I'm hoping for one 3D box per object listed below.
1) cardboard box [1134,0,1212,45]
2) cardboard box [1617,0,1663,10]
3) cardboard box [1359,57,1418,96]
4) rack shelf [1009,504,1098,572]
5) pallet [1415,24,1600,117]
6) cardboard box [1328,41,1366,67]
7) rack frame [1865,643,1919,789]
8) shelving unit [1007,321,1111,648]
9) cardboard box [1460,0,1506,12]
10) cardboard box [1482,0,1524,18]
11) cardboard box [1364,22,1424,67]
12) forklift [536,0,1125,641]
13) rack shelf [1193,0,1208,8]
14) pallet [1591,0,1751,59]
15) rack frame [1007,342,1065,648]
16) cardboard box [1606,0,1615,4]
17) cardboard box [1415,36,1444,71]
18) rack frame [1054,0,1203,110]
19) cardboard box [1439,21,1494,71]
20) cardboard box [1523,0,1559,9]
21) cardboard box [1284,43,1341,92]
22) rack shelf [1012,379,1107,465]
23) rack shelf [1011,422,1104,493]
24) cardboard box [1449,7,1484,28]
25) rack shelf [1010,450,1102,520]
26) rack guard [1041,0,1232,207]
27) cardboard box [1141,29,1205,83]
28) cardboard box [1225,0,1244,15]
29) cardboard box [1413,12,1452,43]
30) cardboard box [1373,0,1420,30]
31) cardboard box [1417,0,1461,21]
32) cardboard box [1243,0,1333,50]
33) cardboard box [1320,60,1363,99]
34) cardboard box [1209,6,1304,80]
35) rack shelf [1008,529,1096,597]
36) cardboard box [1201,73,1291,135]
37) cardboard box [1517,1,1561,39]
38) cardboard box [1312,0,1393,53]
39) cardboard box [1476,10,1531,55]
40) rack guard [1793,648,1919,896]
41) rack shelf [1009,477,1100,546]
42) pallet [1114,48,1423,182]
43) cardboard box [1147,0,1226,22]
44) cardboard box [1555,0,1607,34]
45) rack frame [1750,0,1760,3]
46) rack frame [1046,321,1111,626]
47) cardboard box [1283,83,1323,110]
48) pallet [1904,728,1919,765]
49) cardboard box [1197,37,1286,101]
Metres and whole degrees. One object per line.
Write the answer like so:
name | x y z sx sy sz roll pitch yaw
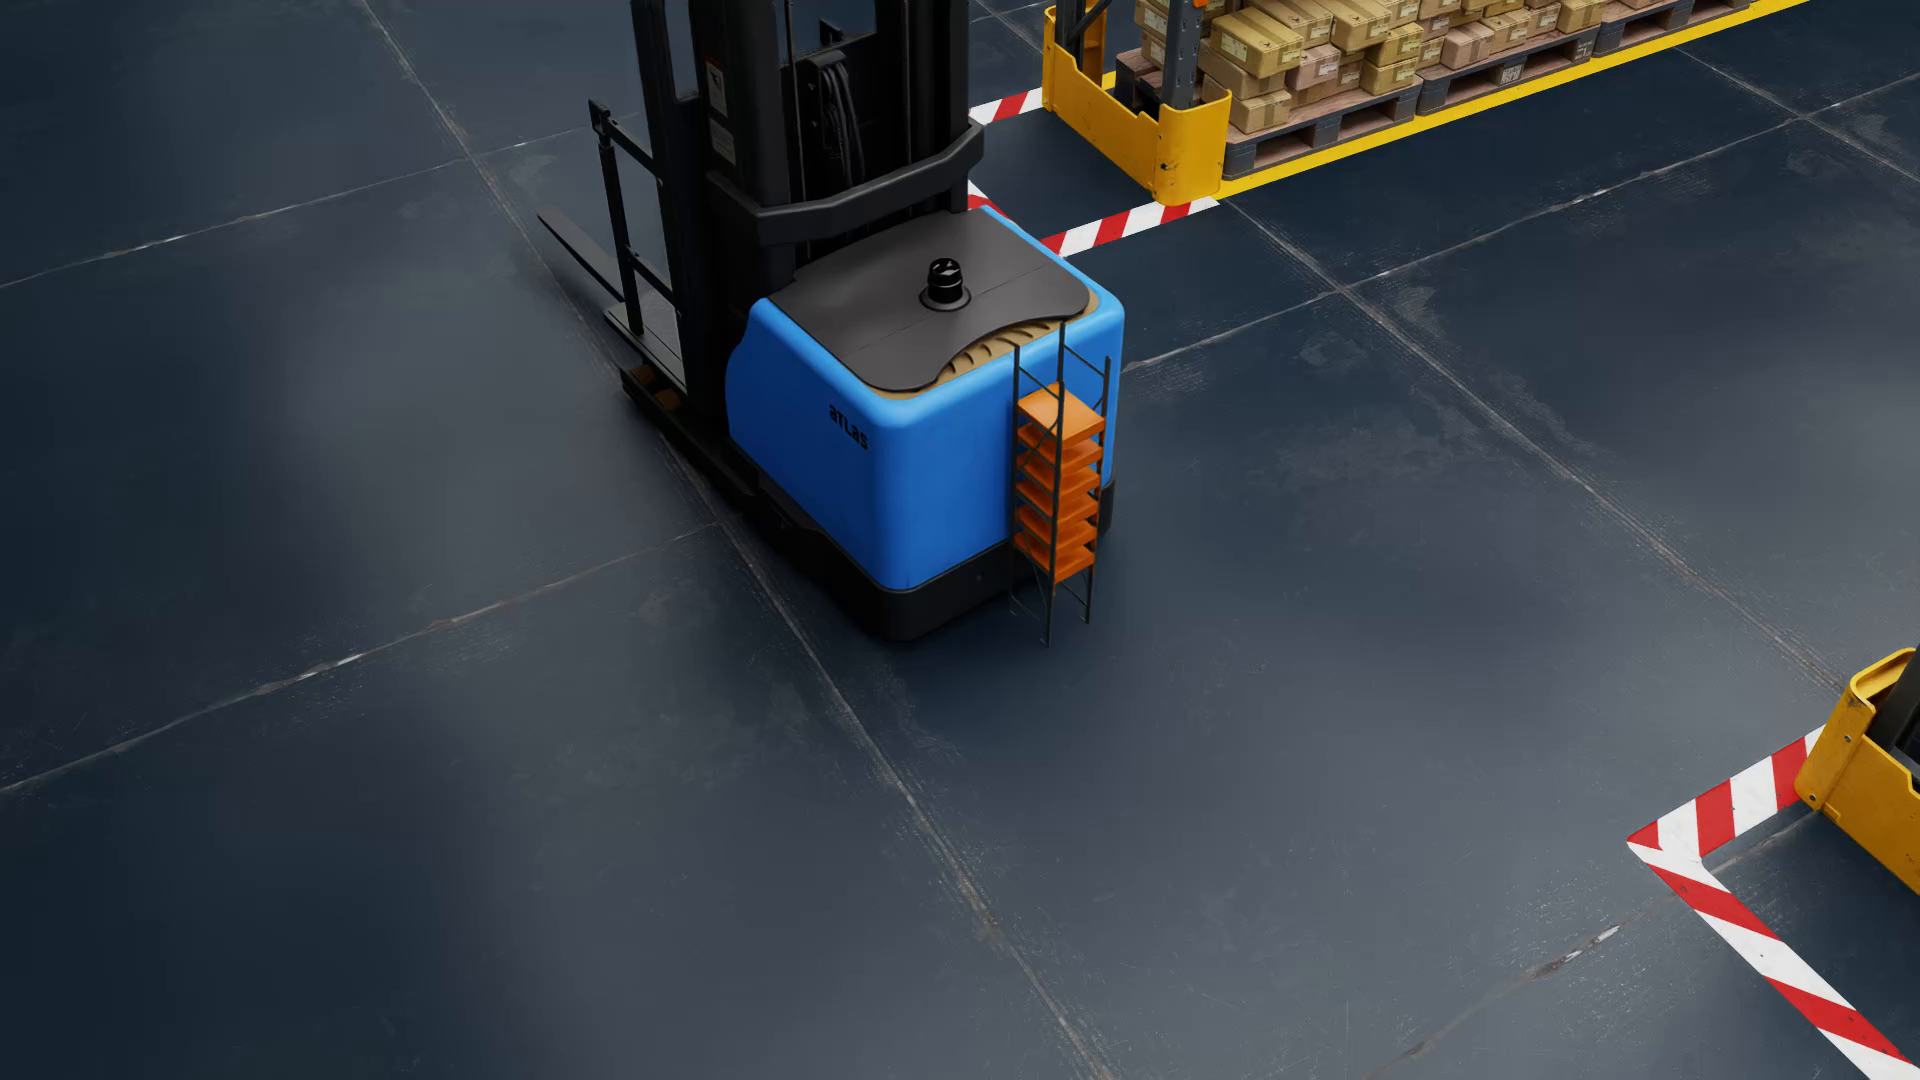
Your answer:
cardboard box | 1.085 -2.614 8.322 0.250 0.149 0.380 -23 49 -22
cardboard box | 3.603 -3.028 8.961 0.250 0.149 0.380 -23 49 -22
cardboard box | 2.058 -2.394 8.308 0.250 0.149 0.380 -21 48 -20
rack shelf | 0.316 -0.036 5.661 0.180 0.103 0.258 -28 51 -26
pallet | 2.614 -2.731 8.912 1.213 0.211 1.003 -22 48 -21
cardboard box | 1.785 -2.485 8.188 0.250 0.149 0.380 -21 48 -20
rack frame | 3.153 0.006 4.090 0.127 3.000 1.000 -22 48 -21
shelving unit | 0.316 -0.154 5.547 0.189 1.200 0.258 -28 51 -26
cardboard box | 2.524 -2.811 8.311 0.250 0.149 0.380 -21 48 -20
cardboard box | 2.698 -2.865 8.580 0.250 0.149 0.380 -20 47 -19
cardboard box | 2.062 -2.508 8.213 0.250 0.149 0.380 -20 48 -20
forklift | -0.723 -1.680 5.876 1.130 2.935 3.031 -28 51 -26
rack shelf | 2.504 -3.460 8.178 4.000 0.370 1.077 -22 48 -21
pallet | 3.673 -3.157 9.352 1.213 0.211 1.003 -22 48 -21
rack frame | 0.243 -0.115 5.507 0.006 1.200 0.240 -28 51 -26
cardboard box | 3.315 -3.010 8.943 0.250 0.149 0.380 -23 49 -22
cardboard box | 2.231 -2.540 8.458 0.250 0.149 0.380 -22 48 -21
rack frame | 0.769 -3.024 7.212 0.127 3.000 1.000 -22 48 -21
cardboard box | 2.491 -2.573 8.493 0.250 0.149 0.380 -24 49 -23
cardboard box | 2.951 -2.931 8.649 0.250 0.149 0.380 -24 49 -23
cardboard box | 1.617 -2.346 8.046 0.250 0.149 0.380 -22 48 -21
rack shelf | 0.316 -0.380 5.327 0.180 0.103 0.258 -28 51 -26
rack shelf | 0.316 -0.294 5.411 0.180 0.103 0.258 -28 51 -26
cardboard box | 2.459 -2.777 8.489 0.250 0.149 0.380 -19 47 -19
rack shelf | 0.316 -0.208 5.494 0.180 0.103 0.258 -28 51 -26
rack guard | 0.835 -2.154 8.110 0.348 0.500 1.175 -22 48 -21
cardboard box | 1.122 -2.461 8.377 0.250 0.149 0.380 -21 48 -20
cardboard box | 1.349 -2.755 8.253 0.250 0.149 0.380 -21 48 -20
cardboard box | 2.245 -2.658 8.367 0.250 0.149 0.380 -24 49 -23
cardboard box | 2.028 -2.656 8.152 0.250 0.149 0.380 -24 49 -23
cardboard box | 2.273 -2.747 8.245 0.250 0.149 0.380 -20 48 -19
cardboard box | 1.572 -2.510 8.001 0.250 0.149 0.380 -21 48 -20
cardboard box | 1.781 -2.371 8.285 0.250 0.149 0.380 -21 48 -21
cardboard box | 1.393 -2.342 7.828 0.250 0.149 0.380 -24 49 -23
rack shelf | 0.316 0.050 5.745 0.180 0.103 0.258 -28 51 -26
cardboard box | 1.383 -2.140 8.047 0.250 0.149 0.380 -21 48 -20
cardboard box | 2.910 -2.789 8.715 0.250 0.149 0.380 -21 48 -20
cardboard box | 1.854 -2.520 8.012 0.250 0.149 0.380 -22 48 -21
cardboard box | 2.718 -2.685 8.609 0.250 0.149 0.380 -22 48 -21
rack guard | 3.132 0.911 4.952 0.348 0.500 1.175 -22 48 -21
rack shelf | 0.316 -0.122 5.578 0.180 0.103 0.258 -28 51 -26
pallet | 1.557 -2.311 8.479 1.213 0.211 1.003 -22 48 -21
cardboard box | 1.102 -2.702 8.199 0.250 0.149 0.380 -21 48 -20
cardboard box | 3.170 -2.839 8.767 0.250 0.149 0.380 -22 48 -21
rack frame | 4.238 -4.412 8.642 0.127 3.000 1.000 -22 48 -21
rack frame | 0.389 -0.192 5.587 0.006 1.200 0.240 -28 51 -26
cardboard box | 1.569 -2.281 8.192 0.250 0.149 0.380 -22 48 -21
pallet | 3.807 0.682 5.396 1.213 0.211 1.003 -22 48 -21
cardboard box | 1.352 -2.285 7.983 0.250 0.149 0.380 -20 48 -19
